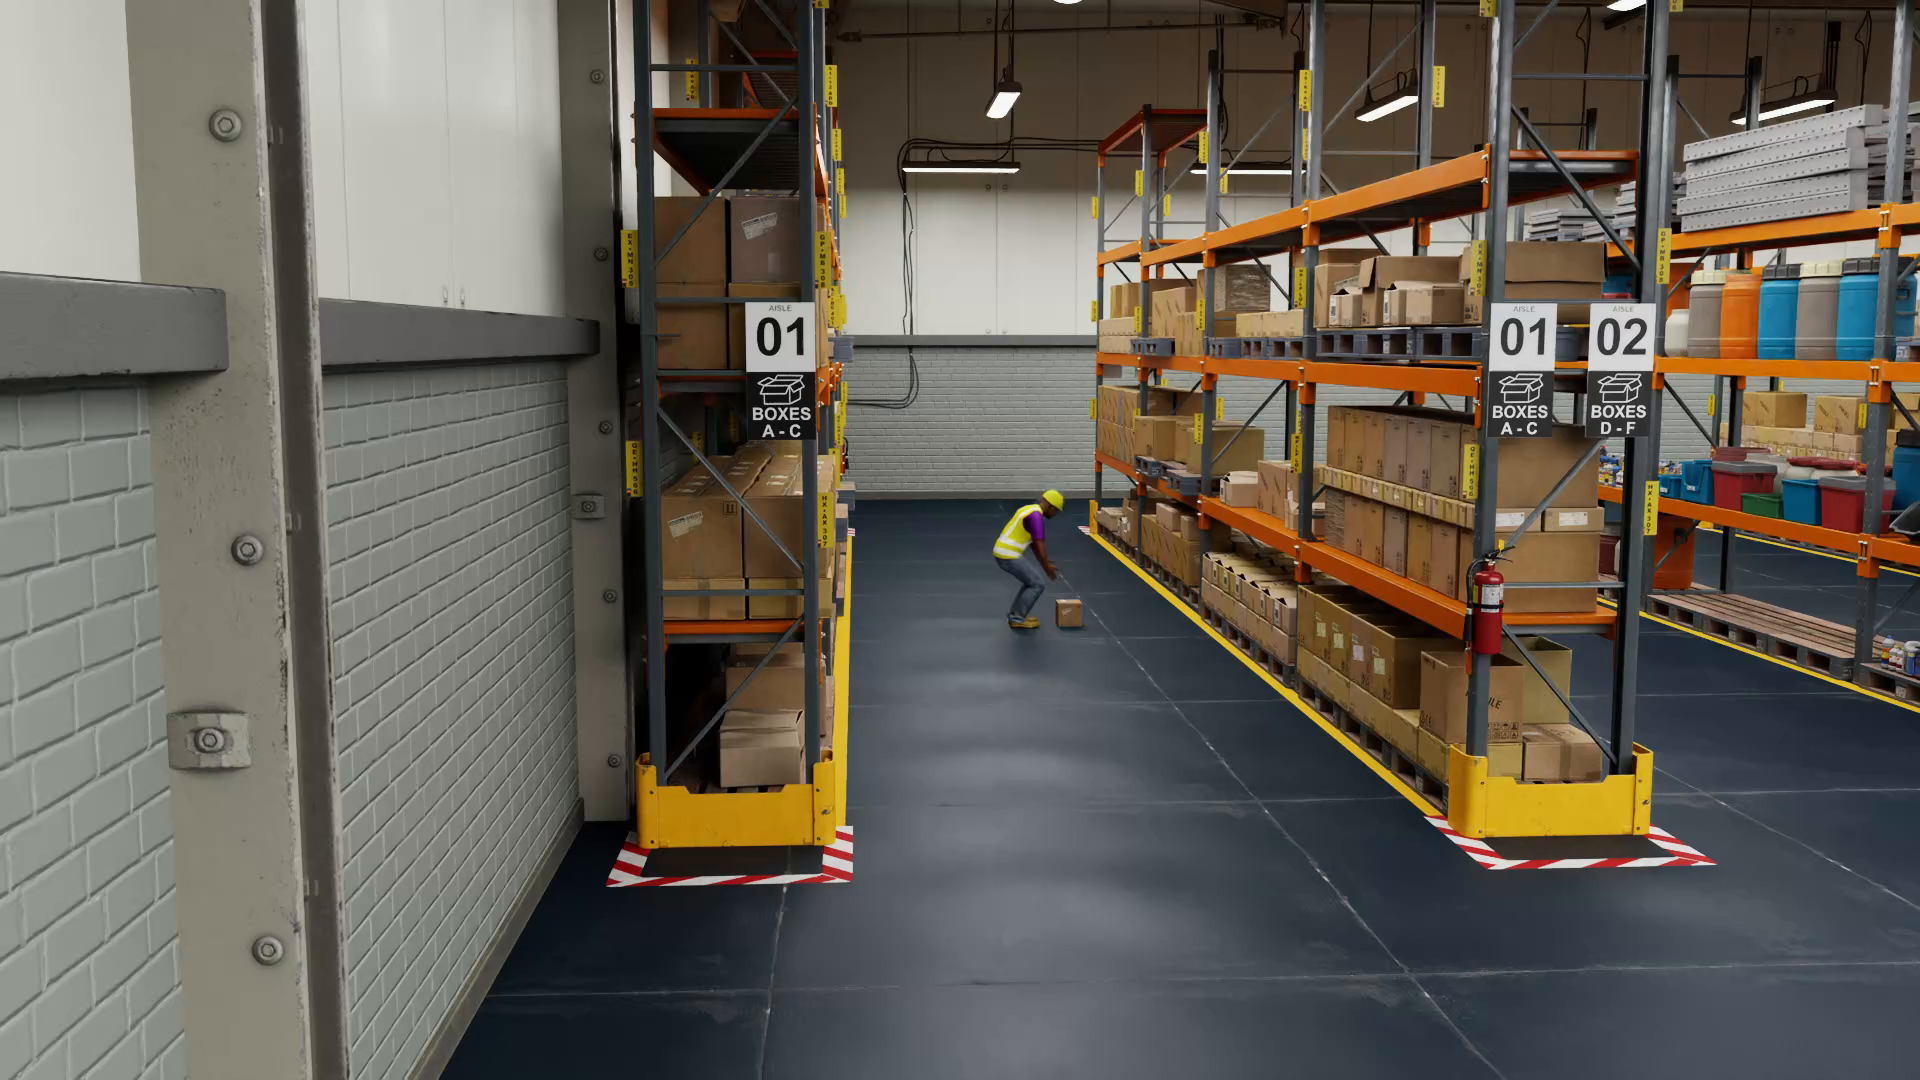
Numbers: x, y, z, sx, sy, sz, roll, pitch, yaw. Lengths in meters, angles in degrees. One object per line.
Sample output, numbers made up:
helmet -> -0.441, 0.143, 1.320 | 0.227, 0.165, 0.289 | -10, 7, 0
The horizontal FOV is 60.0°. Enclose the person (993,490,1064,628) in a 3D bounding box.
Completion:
person -> 0.718, 0.188, 17.495 | 0.747, 1.428, 0.631 | 0, 7, -4
